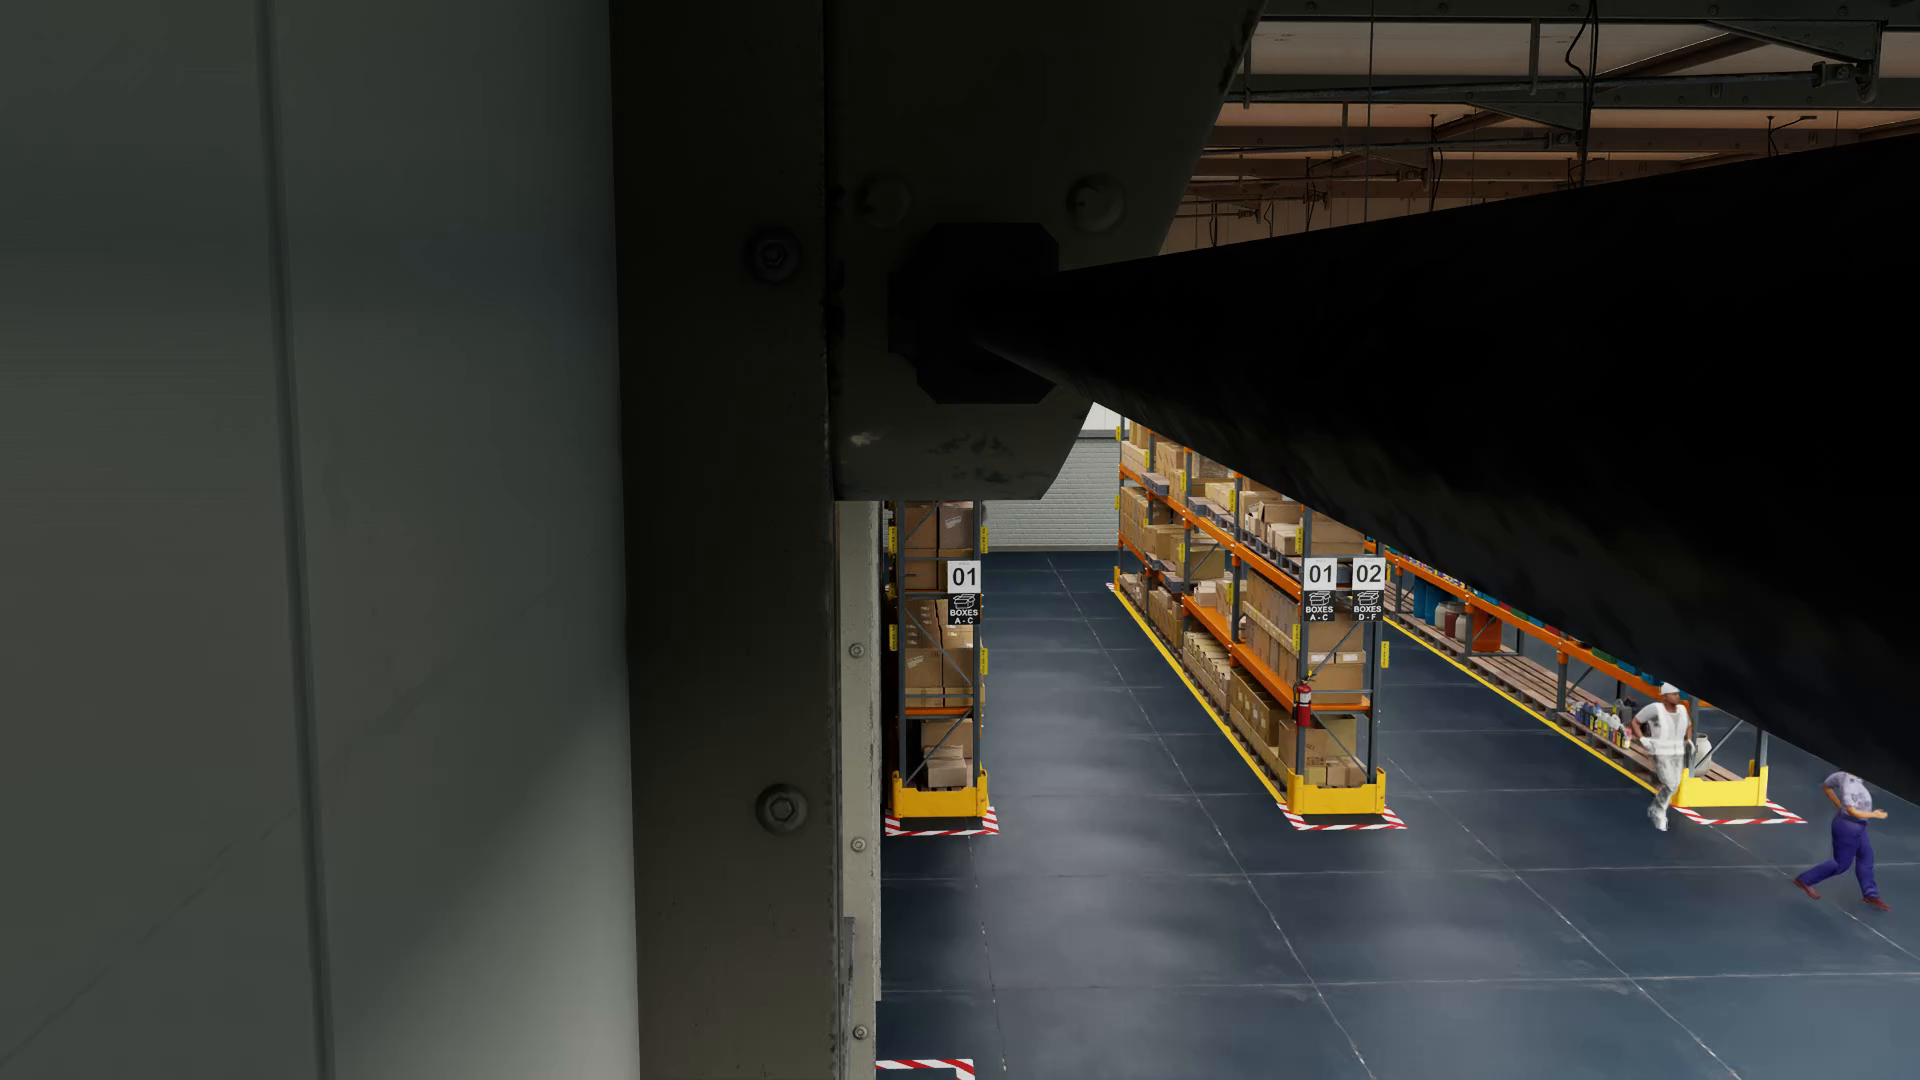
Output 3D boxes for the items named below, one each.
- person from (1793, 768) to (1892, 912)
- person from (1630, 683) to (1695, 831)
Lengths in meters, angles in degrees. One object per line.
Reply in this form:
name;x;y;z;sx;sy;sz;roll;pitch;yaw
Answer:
person;9.267;3.039;17.360;0.945;1.663;0.616;4;9;24
person;8.529;2.615;20.046;0.730;1.821;0.570;-2;9;-16
